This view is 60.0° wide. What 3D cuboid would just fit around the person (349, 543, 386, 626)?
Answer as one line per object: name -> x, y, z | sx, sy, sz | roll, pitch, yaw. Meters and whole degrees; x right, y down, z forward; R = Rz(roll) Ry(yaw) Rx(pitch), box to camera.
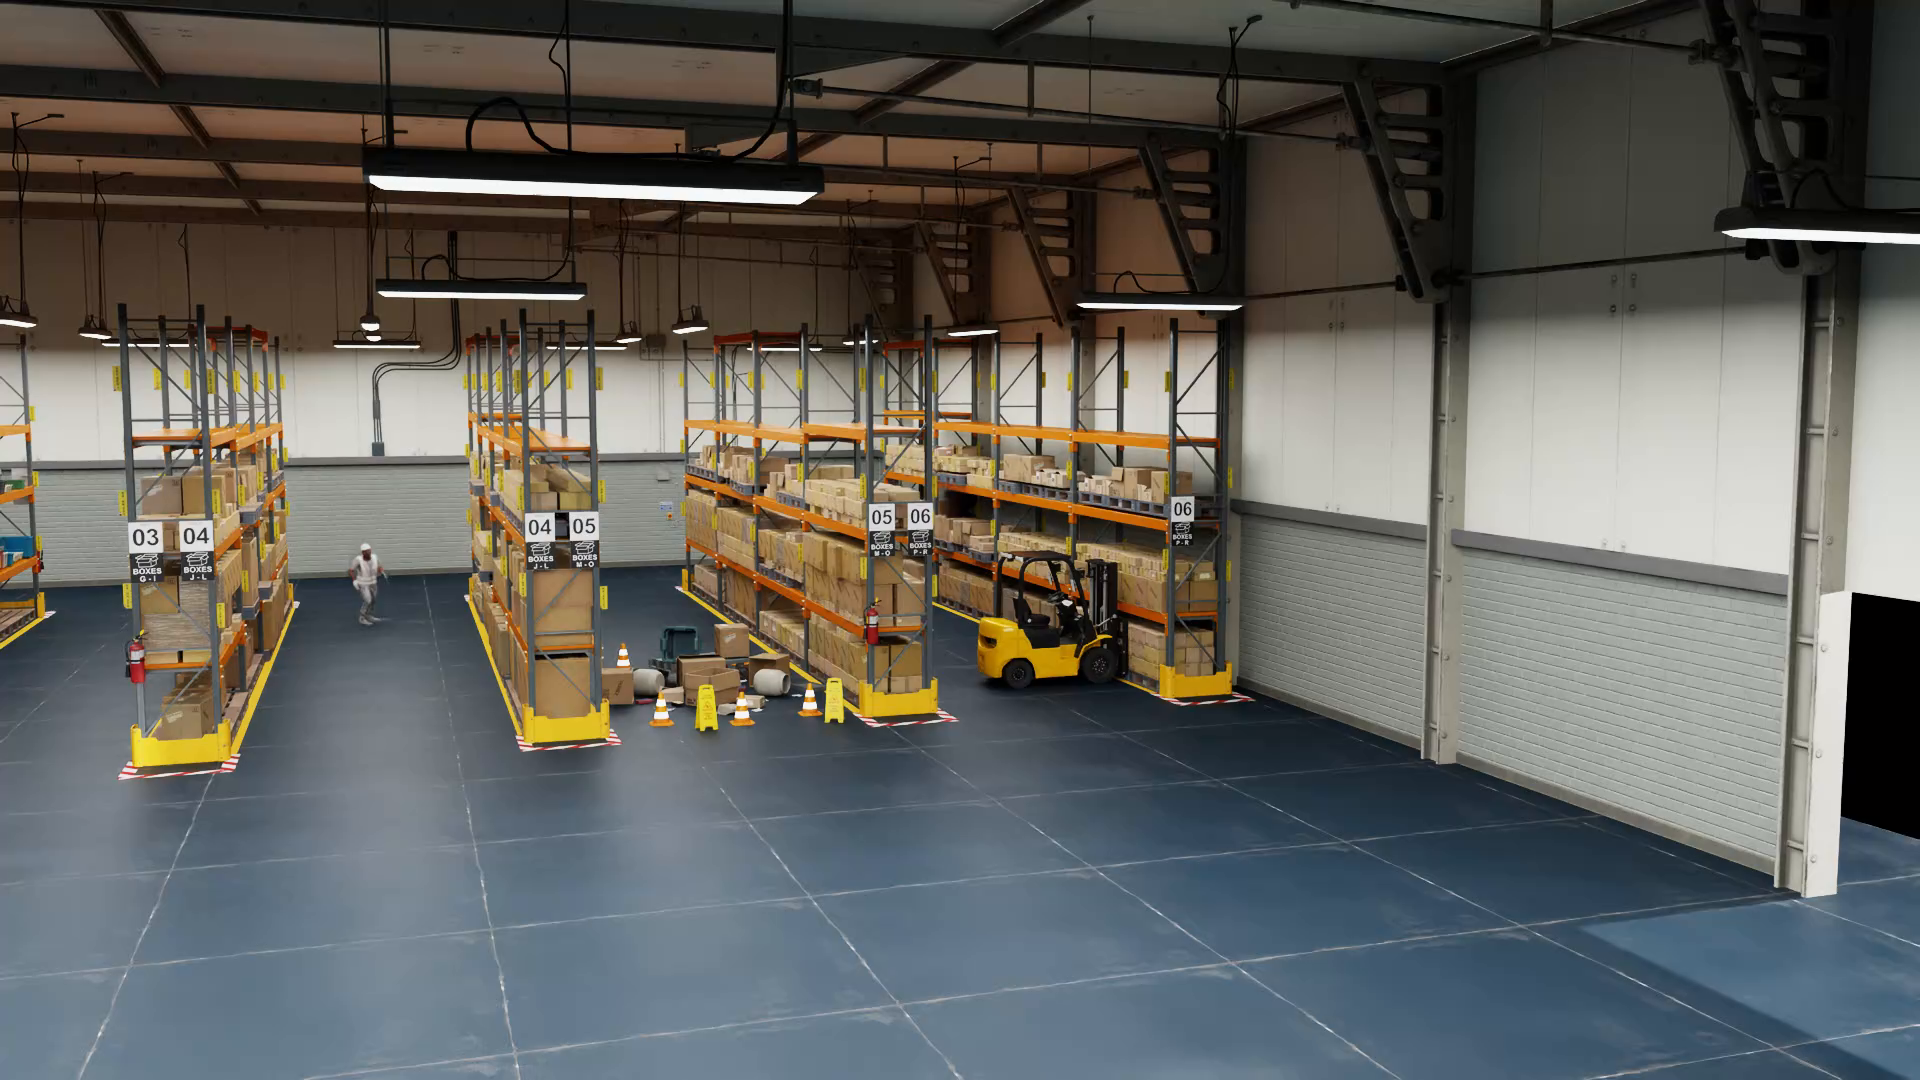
person -> -12.215, 0.906, 34.412 | 0.799, 1.714, 0.701 | 3, 6, 30
